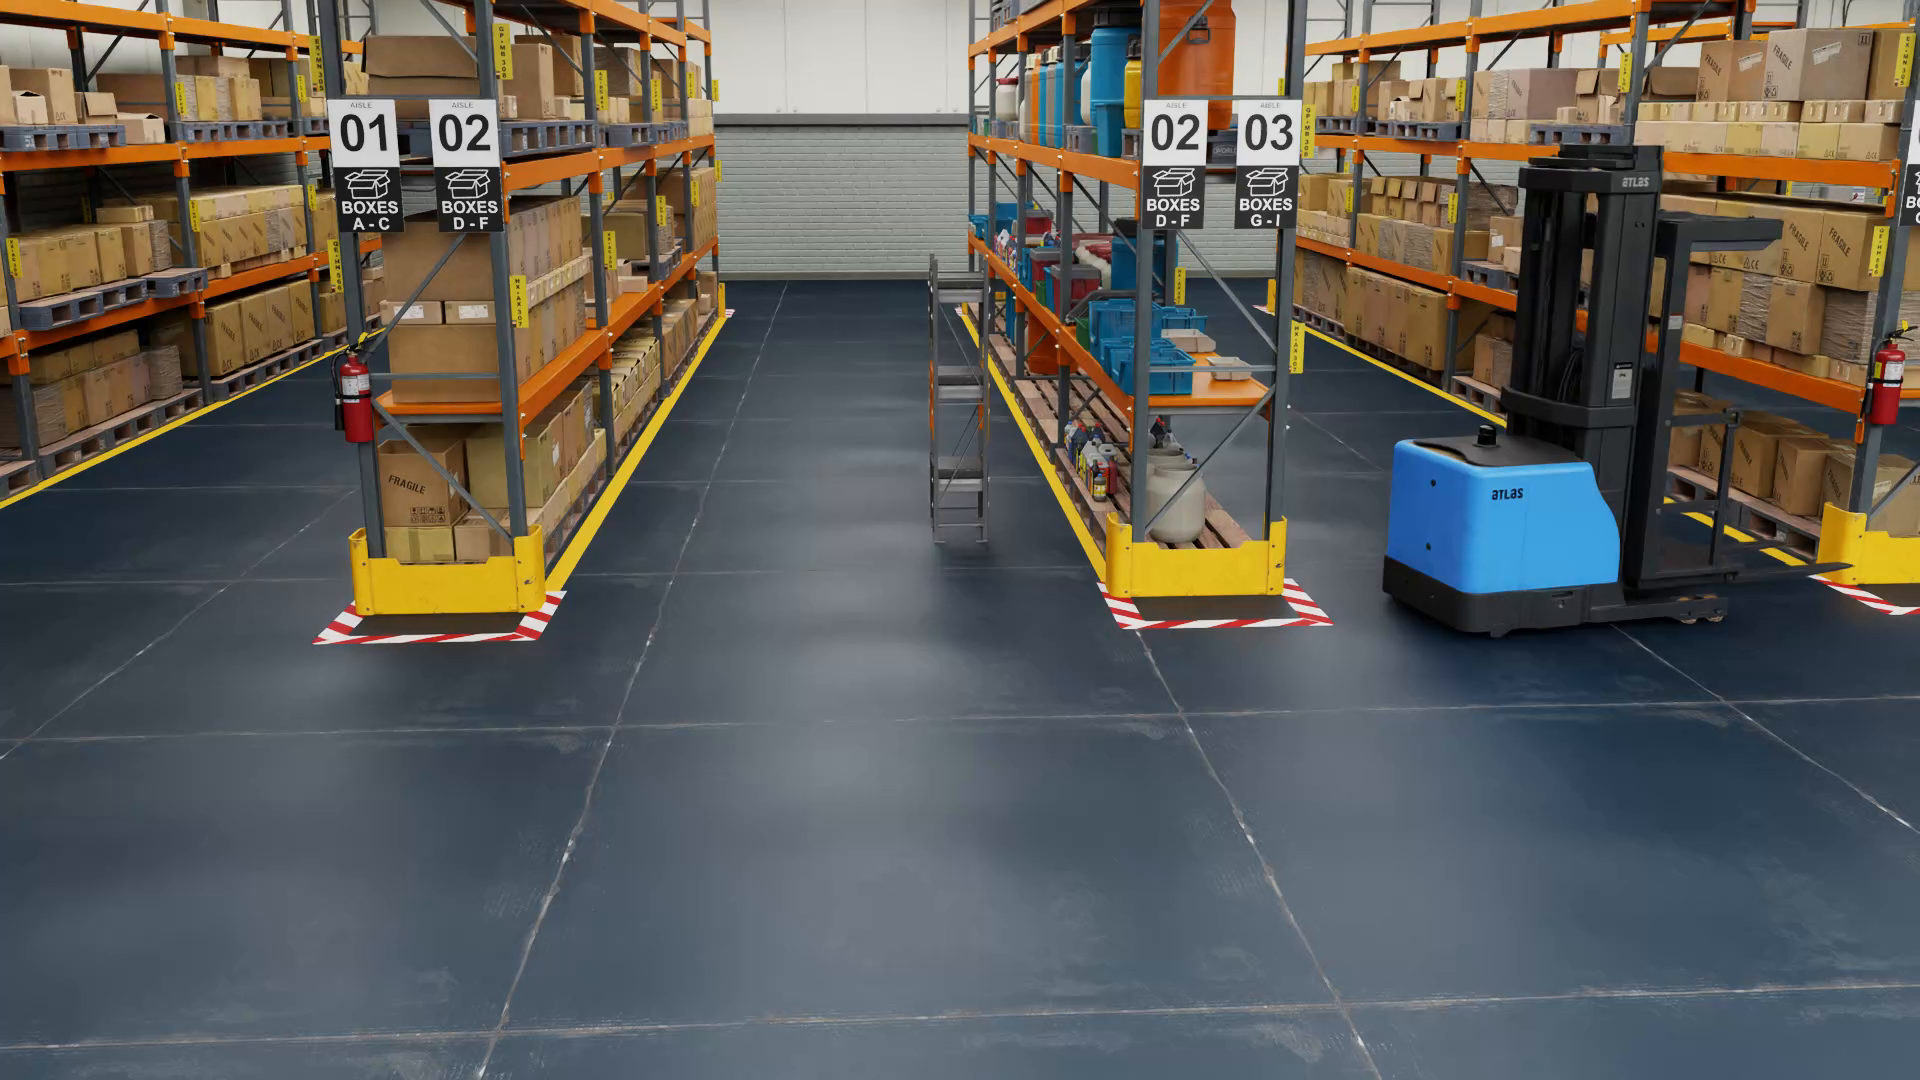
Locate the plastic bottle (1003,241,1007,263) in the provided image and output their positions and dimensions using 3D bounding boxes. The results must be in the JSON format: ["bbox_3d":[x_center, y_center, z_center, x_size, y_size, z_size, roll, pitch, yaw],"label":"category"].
[{"bbox_3d":[0.587,-3.587,20.704,0.097,0.271,0.097,0,14,0],"label":"plastic bottle"}]

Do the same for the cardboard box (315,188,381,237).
[{"bbox_3d":[-9.207,-4.948,25.134,0.980,0.700,0.700,0,14,-1],"label":"cardboard box"}]

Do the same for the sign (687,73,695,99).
[{"bbox_3d":[-3.503,-5.915,21.647,0.100,0.325,0.005,-1,14,-3],"label":"sign"}]

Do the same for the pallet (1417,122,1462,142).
[{"bbox_3d":[5.985,-4.689,19.091,1.213,0.211,1.003,0,14,-1],"label":"pallet"}]

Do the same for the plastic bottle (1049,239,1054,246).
[{"bbox_3d":[1.173,-3.675,21.050,0.097,0.271,0.097,0,14,0],"label":"plastic bottle"}]

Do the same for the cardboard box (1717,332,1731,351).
[{"bbox_3d":[6.206,-1.560,13.073,0.380,0.149,0.250,-1,14,-3],"label":"cardboard box"}]

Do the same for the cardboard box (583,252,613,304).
[{"bbox_3d":[-3.656,-2.517,16.089,0.500,0.500,0.500,-1,14,-3],"label":"cardboard box"}]

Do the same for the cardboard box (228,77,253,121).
[{"bbox_3d":[-8.957,-5.290,19.965,0.700,0.500,0.500,-1,14,-4],"label":"cardboard box"}]

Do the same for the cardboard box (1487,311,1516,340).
[{"bbox_3d":[6.150,-2.368,18.340,0.500,0.250,0.500,0,14,-1],"label":"cardboard box"}]

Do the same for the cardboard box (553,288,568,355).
[{"bbox_3d":[-3.461,-1.704,12.930,0.700,0.500,0.500,-1,14,-3],"label":"cardboard box"}]

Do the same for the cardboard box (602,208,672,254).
[{"bbox_3d":[-3.827,-3.654,19.664,0.700,0.500,0.500,2,15,7],"label":"cardboard box"}]

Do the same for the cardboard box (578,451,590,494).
[{"bbox_3d":[-3.248,-0.533,13.254,0.500,0.250,0.500,-1,14,-3],"label":"cardboard box"}]

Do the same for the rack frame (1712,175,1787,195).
[{"bbox_3d":[10.787,-4.215,22.889,1.000,3.000,0.127,-1,14,-3],"label":"rack frame"}]

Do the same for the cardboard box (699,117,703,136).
[{"bbox_3d":[-3.931,-5.889,23.678,0.500,0.250,0.500,-1,14,-3],"label":"cardboard box"}]

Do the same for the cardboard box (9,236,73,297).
[{"bbox_3d":[-8.530,-2.472,15.032,0.700,0.500,0.500,1,14,2],"label":"cardboard box"}]

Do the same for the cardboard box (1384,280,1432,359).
[{"bbox_3d":[6.009,-2.737,20.565,1.225,0.875,0.875,-1,14,-3],"label":"cardboard box"}]

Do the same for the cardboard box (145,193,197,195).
[{"bbox_3d":[-9.097,-3.870,19.205,0.500,0.250,0.500,-1,14,-5],"label":"cardboard box"}]

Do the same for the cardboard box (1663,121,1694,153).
[{"bbox_3d":[6.136,-3.307,13.639,0.500,0.250,0.500,-1,14,-4],"label":"cardboard box"}]

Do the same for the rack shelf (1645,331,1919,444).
[{"bbox_3d":[6.450,-1.328,13.112,1.077,0.370,4.000,-1,14,-3],"label":"rack shelf"}]

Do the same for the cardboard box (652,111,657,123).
[{"bbox_3d":[-3.902,-4.753,18.758,0.910,0.500,0.500,-1,14,-3],"label":"cardboard box"}]

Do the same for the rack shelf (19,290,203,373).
[{"bbox_3d":[-8.629,-2.094,16.087,1.077,0.370,4.000,-1,14,-3],"label":"rack shelf"}]

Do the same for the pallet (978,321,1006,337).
[{"bbox_3d":[0.803,-2.919,23.447,1.003,0.211,1.213,-1,14,-3],"label":"pallet"}]

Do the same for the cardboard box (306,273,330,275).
[{"bbox_3d":[-9.233,-3.776,24.055,0.380,0.149,0.250,-1,14,-3],"label":"cardboard box"}]

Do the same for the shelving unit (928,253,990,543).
[{"bbox_3d":[-0.010,-1.058,12.425,0.431,2.100,0.503,-1,14,-3],"label":"shelving unit"}]

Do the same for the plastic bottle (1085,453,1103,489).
[{"bbox_3d":[1.082,-0.544,13.205,0.152,0.276,0.135,-1,14,-5],"label":"plastic bottle"}]

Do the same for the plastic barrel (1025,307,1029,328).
[{"bbox_3d":[1.017,-2.530,20.337,0.600,0.588,0.708,-1,14,-3],"label":"plastic barrel"}]

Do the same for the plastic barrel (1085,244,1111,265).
[{"bbox_3d":[1.470,-2.695,16.707,0.433,0.535,0.433,0,14,0],"label":"plastic barrel"}]

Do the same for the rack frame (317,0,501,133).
[{"bbox_3d":[-3.314,-3.933,9.751,1.000,3.000,0.127,-1,14,-3],"label":"rack frame"}]

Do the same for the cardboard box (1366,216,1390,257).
[{"bbox_3d":[5.641,-3.969,21.731,0.500,0.500,0.500,-1,14,-3],"label":"cardboard box"}]

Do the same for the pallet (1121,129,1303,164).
[{"bbox_3d":[1.677,-2.671,11.248,1.003,0.211,1.213,-1,14,-3],"label":"pallet"}]

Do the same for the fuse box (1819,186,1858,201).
[{"bbox_3d":[17.207,-6.086,32.744,0.539,1.711,0.414,-1,14,-3],"label":"fuse box"}]

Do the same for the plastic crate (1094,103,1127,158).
[{"bbox_3d":[1.212,-3.017,12.246,0.392,0.384,0.575,-1,14,-3],"label":"plastic crate"}]

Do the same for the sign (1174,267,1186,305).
[{"bbox_3d":[1.932,-2.237,14.647,0.100,0.325,0.005,-1,14,-3],"label":"sign"}]

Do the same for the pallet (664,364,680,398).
[{"bbox_3d":[-3.818,-1.853,19.303,1.003,0.211,1.213,-1,14,-3],"label":"pallet"}]

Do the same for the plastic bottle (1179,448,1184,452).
[{"bbox_3d":[1.789,-0.611,13.473,0.097,0.271,0.097,0,14,0],"label":"plastic bottle"}]

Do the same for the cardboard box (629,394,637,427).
[{"bbox_3d":[-3.404,-1.254,16.055,0.500,0.250,0.500,-1,14,-5],"label":"cardboard box"}]

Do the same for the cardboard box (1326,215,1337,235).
[{"bbox_3d":[5.507,-4.469,23.581,0.500,0.250,0.500,0,14,-2],"label":"cardboard box"}]

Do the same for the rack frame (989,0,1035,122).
[{"bbox_3d":[0.887,-6.992,21.644,1.000,3.000,0.127,-1,14,-3],"label":"rack frame"}]

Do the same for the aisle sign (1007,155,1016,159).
[{"bbox_3d":[0.927,-6.363,26.021,0.394,0.787,0.004,-1,14,-3],"label":"aisle sign"}]

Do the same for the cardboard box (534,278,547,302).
[{"bbox_3d":[-3.205,-1.811,12.042,0.380,0.149,0.250,-1,14,-4],"label":"cardboard box"}]

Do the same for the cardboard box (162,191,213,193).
[{"bbox_3d":[-9.129,-3.997,19.697,0.500,0.250,0.500,-1,14,-5],"label":"cardboard box"}]

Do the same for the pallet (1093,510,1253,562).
[{"bbox_3d":[1.534,0.027,11.996,1.003,0.211,1.213,-1,14,-3],"label":"pallet"}]

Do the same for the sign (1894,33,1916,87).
[{"bbox_3d":[6.019,-3.057,10.591,0.100,0.325,0.005,-1,14,-3],"label":"sign"}]

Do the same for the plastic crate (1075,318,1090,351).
[{"bbox_3d":[1.185,-1.653,13.356,0.450,0.188,0.662,-1,14,-3],"label":"plastic crate"}]

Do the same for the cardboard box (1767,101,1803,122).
[{"bbox_3d":[6.172,-3.140,12.192,0.380,0.149,0.250,-2,15,-6],"label":"cardboard box"}]

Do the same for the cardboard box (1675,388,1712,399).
[{"bbox_3d":[6.311,-1.067,14.826,0.500,0.500,0.500,-1,14,-5],"label":"cardboard box"}]

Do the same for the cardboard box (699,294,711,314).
[{"bbox_3d":[-3.997,-3.520,24.821,0.500,0.250,0.500,-1,14,-3],"label":"cardboard box"}]

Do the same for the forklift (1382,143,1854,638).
[{"bbox_3d":[4.355,-1.012,10.576,3.031,2.935,1.130,-4,15,-15],"label":"forklift"}]

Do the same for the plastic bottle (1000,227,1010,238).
[{"bbox_3d":[0.588,-3.961,21.999,0.144,0.351,0.185,-1,14,-3],"label":"plastic bottle"}]

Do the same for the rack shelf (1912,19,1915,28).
[{"bbox_3d":[11.159,-5.086,16.481,1.077,0.370,4.000,-1,14,-3],"label":"rack shelf"}]

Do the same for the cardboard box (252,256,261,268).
[{"bbox_3d":[-8.658,-3.360,20.028,0.380,0.149,0.250,0,14,-2],"label":"cardboard box"}]

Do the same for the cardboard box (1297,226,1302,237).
[{"bbox_3d":[5.341,-4.688,25.230,0.380,0.149,0.250,-1,14,-5],"label":"cardboard box"}]

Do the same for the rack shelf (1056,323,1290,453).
[{"bbox_3d":[1.506,-1.252,12.815,1.077,0.370,4.000,-1,14,-3],"label":"rack shelf"}]

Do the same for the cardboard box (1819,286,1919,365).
[{"bbox_3d":[6.567,-1.509,11.573,0.875,0.500,0.500,-1,14,-3],"label":"cardboard box"}]

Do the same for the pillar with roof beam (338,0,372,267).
[{"bbox_3d":[-5.983,-8.559,27.732,9.100,9.000,0.400,-1,14,-3],"label":"pillar with roof beam"}]

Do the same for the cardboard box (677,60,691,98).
[{"bbox_3d":[-4.015,-6.244,22.547,0.700,0.500,0.500,-1,14,-3],"label":"cardboard box"}]
